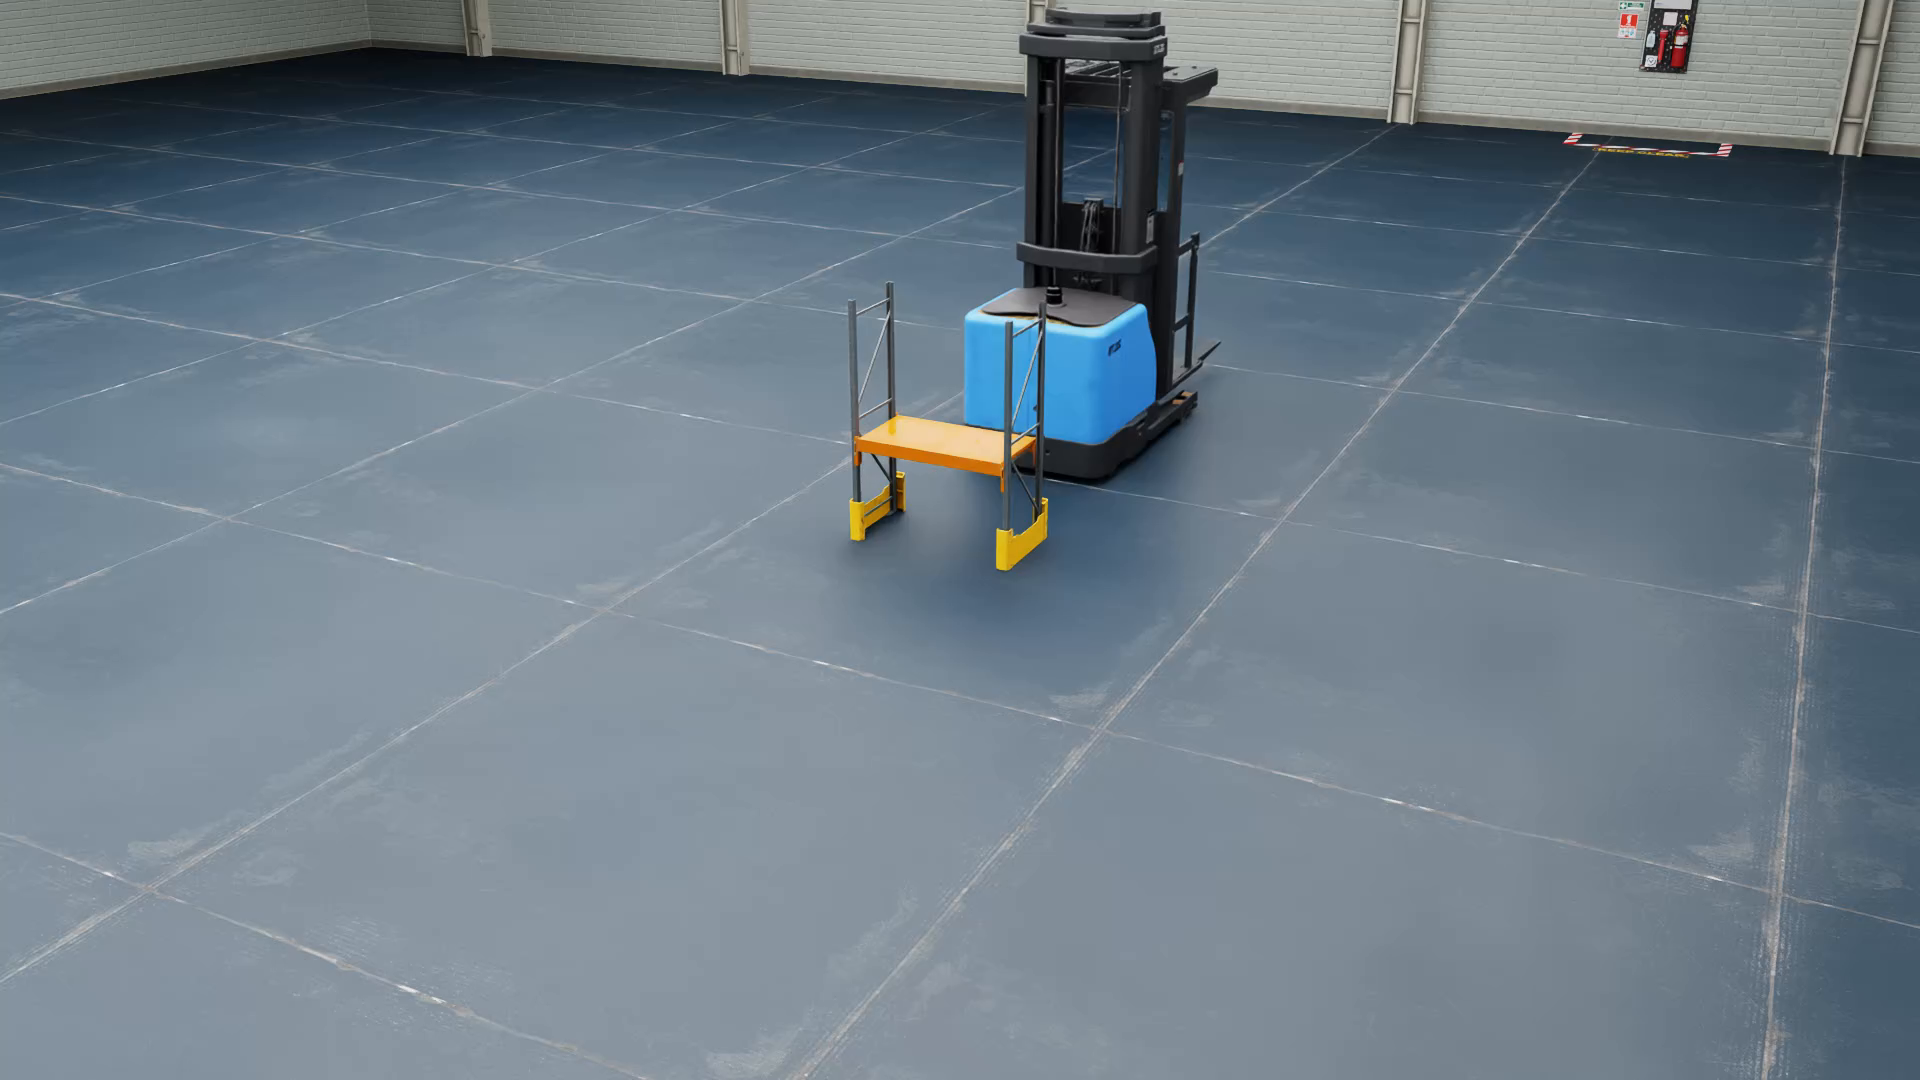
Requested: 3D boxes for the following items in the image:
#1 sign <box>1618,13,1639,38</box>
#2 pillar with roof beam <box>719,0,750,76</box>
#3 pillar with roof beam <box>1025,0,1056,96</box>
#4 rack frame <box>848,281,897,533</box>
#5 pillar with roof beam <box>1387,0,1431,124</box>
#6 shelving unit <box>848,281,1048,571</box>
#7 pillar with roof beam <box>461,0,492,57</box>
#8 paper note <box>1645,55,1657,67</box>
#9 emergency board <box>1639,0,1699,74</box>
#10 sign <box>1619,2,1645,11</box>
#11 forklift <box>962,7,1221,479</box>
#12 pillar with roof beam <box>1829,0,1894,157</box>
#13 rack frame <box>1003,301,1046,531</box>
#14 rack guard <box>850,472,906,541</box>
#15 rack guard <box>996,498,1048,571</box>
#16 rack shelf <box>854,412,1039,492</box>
[{"bbox_3d":[9.389,-7.226,23.362,0.234,0.329,0.001,11,25,25],"label":"sign"},{"bbox_3d":[-5.982,-11.062,24.762,0.400,9.000,9.100,11,25,25],"label":"pillar with roof beam"},{"bbox_3d":[-0.627,-10.002,22.271,0.400,9.000,9.100,11,25,25],"label":"pillar with roof beam"},{"bbox_3d":[-0.530,-0.795,10.203,0.032,1.500,0.500,11,25,25],"label":"rack frame"},{"bbox_3d":[4.728,-8.943,19.779,0.400,9.000,9.100,11,25,25],"label":"pillar with roof beam"},{"bbox_3d":[-0.068,-0.704,9.988,1.083,1.500,0.587,11,25,25],"label":"shelving unit"},{"bbox_3d":[-11.336,-12.121,27.253,0.400,9.000,9.100,11,25,25],"label":"pillar with roof beam"},{"bbox_3d":[9.709,-6.726,23.358,0.142,0.148,0.016,11,25,25],"label":"paper note"},{"bbox_3d":[9.836,-7.076,23.055,0.643,1.169,0.194,11,25,25],"label":"emergency board"},{"bbox_3d":[9.389,-7.466,23.250,0.331,0.109,0.001,11,25,25],"label":"sign"},{"bbox_3d":[1.132,-2.296,11.904,1.130,2.935,3.031,11,25,25],"label":"forklift"},{"bbox_3d":[10.082,-7.883,17.288,0.400,9.000,9.100,11,25,25],"label":"pillar with roof beam"},{"bbox_3d":[0.378,-0.615,9.781,0.032,1.500,0.500,11,25,25],"label":"rack frame"},{"bbox_3d":[-0.512,-0.216,10.440,0.087,0.250,0.587,11,25,25],"label":"rack guard"},{"bbox_3d":[0.376,-0.041,10.026,0.087,0.250,0.587,11,25,25],"label":"rack guard"},{"bbox_3d":[-0.076,-0.540,10.062,1.000,0.185,0.538,11,25,25],"label":"rack shelf"}]
